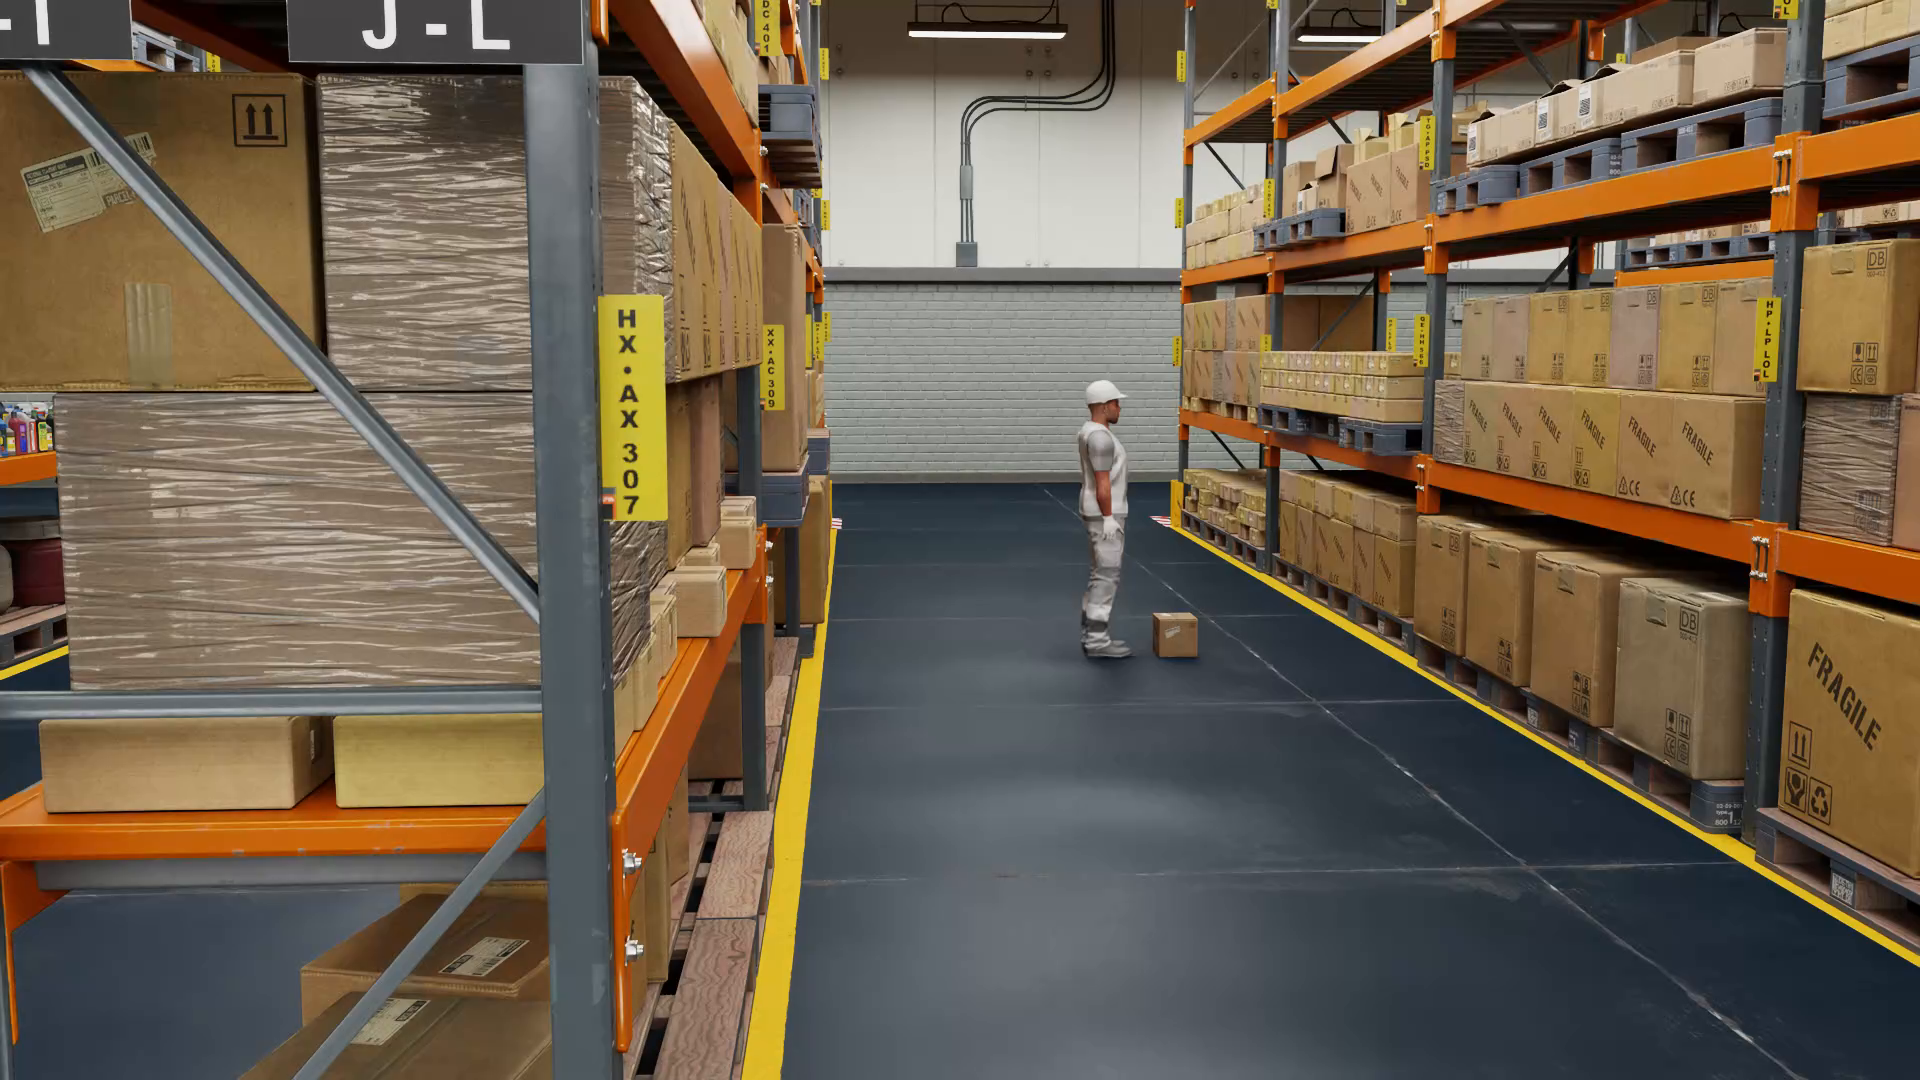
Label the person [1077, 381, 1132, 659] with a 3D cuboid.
[{"bbox_3d":[0.938,-0.139,10.807,0.346,1.787,0.523,0,7,-2],"label":"person"}]
